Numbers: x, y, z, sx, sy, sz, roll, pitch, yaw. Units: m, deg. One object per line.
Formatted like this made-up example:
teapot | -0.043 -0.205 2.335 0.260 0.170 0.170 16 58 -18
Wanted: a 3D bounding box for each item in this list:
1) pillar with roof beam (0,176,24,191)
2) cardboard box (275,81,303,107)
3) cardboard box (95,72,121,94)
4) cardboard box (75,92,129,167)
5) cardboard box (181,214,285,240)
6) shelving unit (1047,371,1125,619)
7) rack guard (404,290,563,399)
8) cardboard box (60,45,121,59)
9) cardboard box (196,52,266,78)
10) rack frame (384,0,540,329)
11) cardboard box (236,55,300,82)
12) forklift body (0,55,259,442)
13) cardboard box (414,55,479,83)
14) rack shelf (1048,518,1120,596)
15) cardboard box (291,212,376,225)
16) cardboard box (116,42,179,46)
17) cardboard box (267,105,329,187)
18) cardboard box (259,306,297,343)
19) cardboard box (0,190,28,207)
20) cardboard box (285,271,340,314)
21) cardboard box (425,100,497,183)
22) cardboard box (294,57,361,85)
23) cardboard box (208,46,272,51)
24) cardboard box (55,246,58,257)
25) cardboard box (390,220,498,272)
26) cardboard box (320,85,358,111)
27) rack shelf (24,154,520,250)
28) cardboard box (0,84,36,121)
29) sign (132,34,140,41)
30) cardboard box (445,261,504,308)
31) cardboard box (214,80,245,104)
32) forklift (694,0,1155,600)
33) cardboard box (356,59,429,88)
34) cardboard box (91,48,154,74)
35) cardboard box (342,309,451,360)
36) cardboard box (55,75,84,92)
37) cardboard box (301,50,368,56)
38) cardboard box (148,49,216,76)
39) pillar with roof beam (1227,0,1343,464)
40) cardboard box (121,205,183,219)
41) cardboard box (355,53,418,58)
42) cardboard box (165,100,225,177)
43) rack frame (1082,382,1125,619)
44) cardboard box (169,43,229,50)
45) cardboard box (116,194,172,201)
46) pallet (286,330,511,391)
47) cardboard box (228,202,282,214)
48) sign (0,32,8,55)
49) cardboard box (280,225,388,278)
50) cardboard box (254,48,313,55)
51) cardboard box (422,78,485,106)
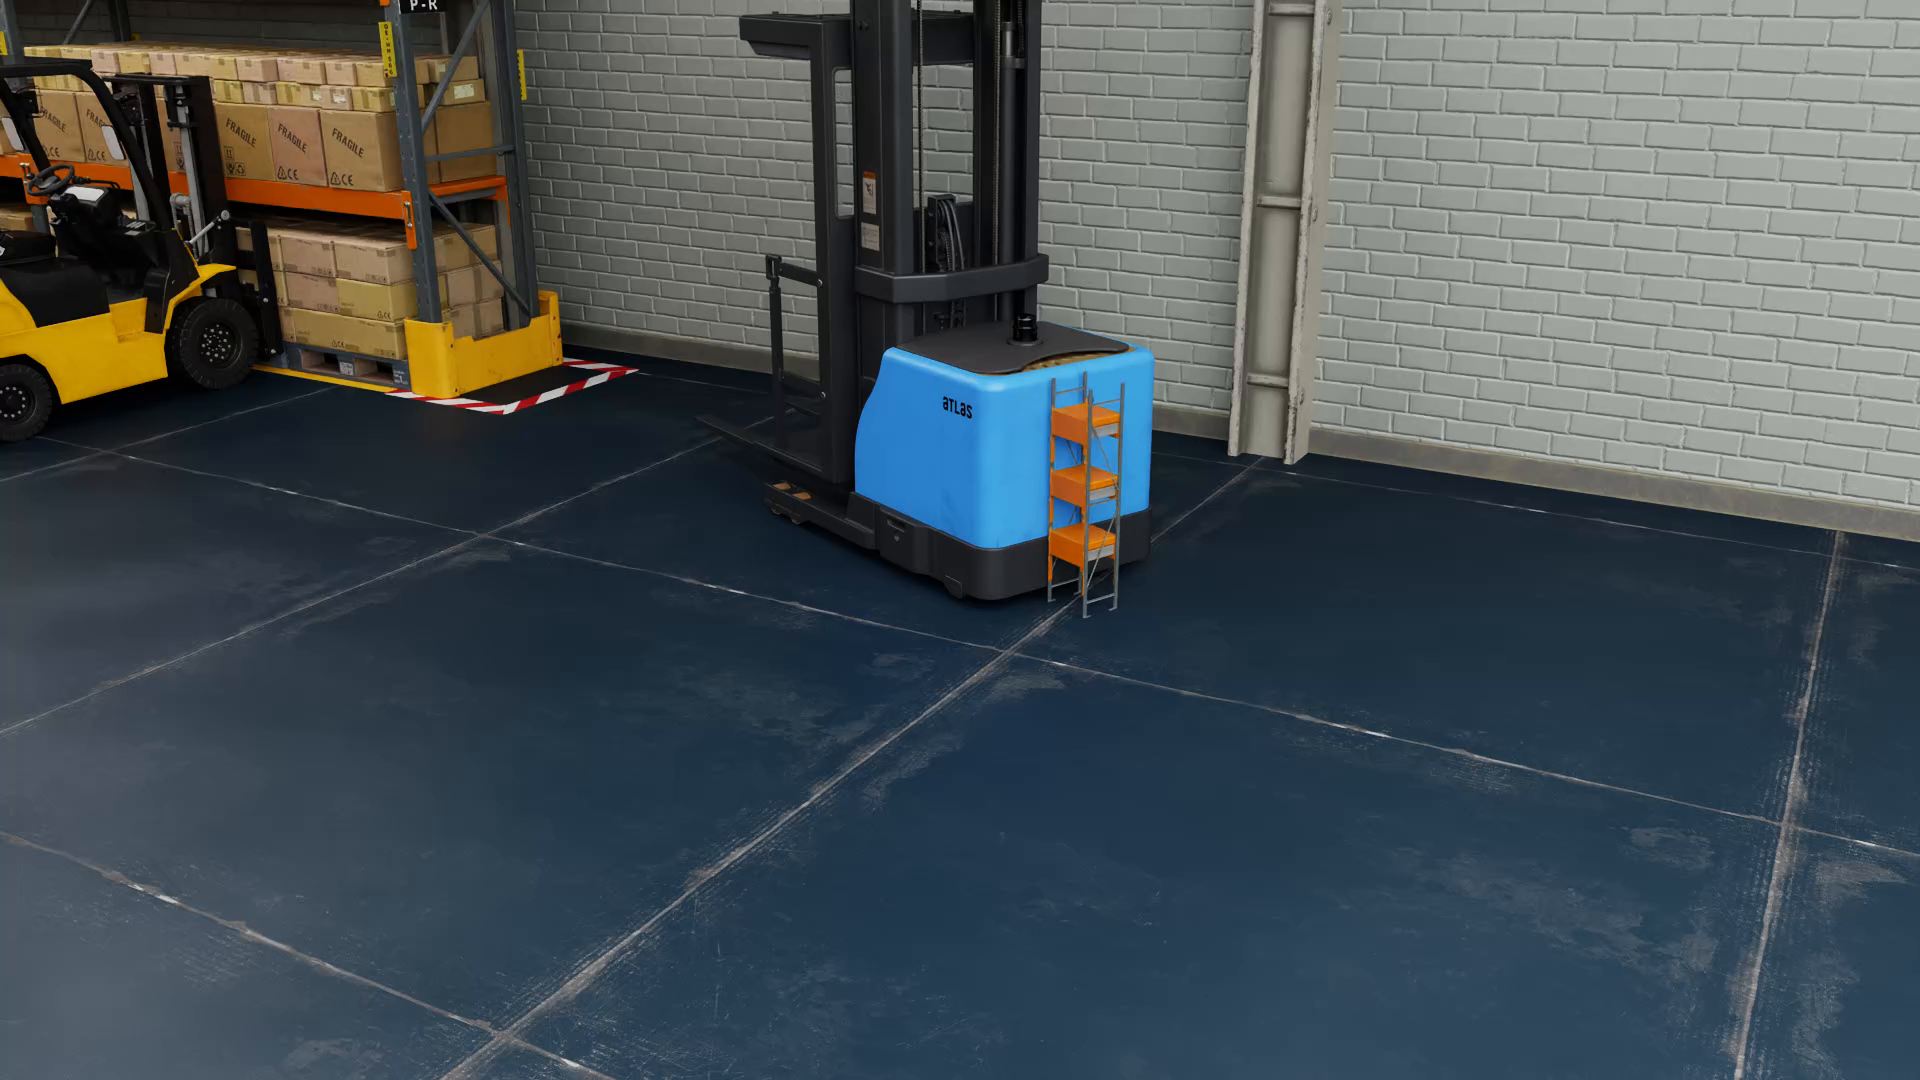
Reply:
pillar with roof beam | -10.763 -5.456 10.210 0.400 9.000 9.100 11 23 27
cardboard box | -4.342 -3.001 11.143 0.250 0.149 0.380 11 22 27
cardboard box | -5.952 -3.281 11.913 0.250 0.149 0.380 11 23 28
cardboard box | -6.026 -3.015 12.130 0.500 0.500 0.500 11 23 28
cardboard box | -5.144 -2.145 11.829 0.500 0.250 0.500 10 22 26
shelving unit | 0.554 -0.197 7.369 0.215 1.050 0.252 -14 24 -34
rack guard | -3.236 -1.357 11.372 0.348 0.500 1.175 11 23 27
cardboard box | -6.334 -3.540 12.191 0.250 0.149 0.380 11 23 28
cardboard box | -5.015 -3.278 11.468 0.250 0.149 0.380 11 23 28
rack frame | -3.257 -2.536 10.957 0.127 3.000 1.000 11 23 27
cardboard box | -4.607 -3.165 11.158 0.250 0.149 0.380 11 23 29
forklift body | -5.802 -1.909 10.473 1.214 2.155 2.313 11 23 27
cardboard box | -3.446 -3.147 11.107 0.250 0.149 0.380 10 22 26
rack shelf | 0.554 0.074 7.467 0.215 0.259 0.240 -14 24 -34
cardboard box | -4.454 -2.215 12.023 0.500 0.250 0.500 11 22 27
cardboard box | -6.124 -3.675 12.564 0.250 0.149 0.380 10 22 26
cardboard box | -4.263 -2.675 11.195 0.500 0.500 0.500 12 23 29
cardboard box | -4.683 -1.596 11.782 0.500 0.250 0.500 11 23 28
cardboard box | -7.884 -2.497 13.716 0.625 0.625 0.875 11 22 27
cardboard box | -4.267 -1.750 11.474 0.500 0.250 0.500 11 22 27
cardboard box | -3.554 -2.748 11.394 0.500 0.500 0.500 12 23 29
cardboard box | -4.145 -3.091 10.955 0.250 0.149 0.380 11 23 28
cardboard box | -5.221 -3.507 12.100 0.250 0.149 0.380 11 22 27
cardboard box | -6.477 -2.168 12.627 0.500 0.250 0.500 11 23 27
cardboard box | -3.584 -2.047 11.559 0.500 0.250 0.500 10 22 26
cardboard box | -3.934 -2.895 10.851 0.250 0.149 0.380 11 23 28
rack shelf | -5.003 -2.530 11.996 4.000 0.370 1.077 11 23 27
cardboard box | -7.303 -3.371 12.746 0.500 0.250 0.500 10 22 26
sign | -6.480 -3.811 13.085 0.005 0.325 0.100 11 23 27
cardboard box | -3.566 -1.816 11.655 0.500 0.250 0.500 11 23 28
cardboard box | -4.828 -3.068 11.326 0.250 0.149 0.380 11 23 28
forklift | -0.374 -1.547 8.333 1.130 2.935 3.031 -14 24 -34
cardboard box | -3.673 -3.024 10.769 0.250 0.149 0.380 11 23 27
cardboard box | -5.941 -3.422 11.865 0.250 0.149 0.380 11 23 28
cardboard box | -3.821 -1.425 11.310 0.500 0.250 0.500 11 23 28
cardboard box | -6.372 -3.379 12.183 0.250 0.149 0.380 11 23 29
cardboard box | -4.347 -3.322 11.590 0.250 0.149 0.380 12 23 29
cardboard box | -5.452 -3.361 11.697 0.250 0.149 0.380 11 23 27
pillar with roof beam | -0.287 -3.461 4.709 0.400 9.000 9.100 11 23 27
cardboard box | -6.038 -2.314 12.295 0.500 0.250 0.500 11 23 27
cardboard box | -3.896 -3.240 11.364 0.250 0.149 0.380 11 23 28
cardboard box | -5.155 -2.841 11.651 0.500 0.500 0.500 11 23 28
rack frame | 0.627 -0.164 7.277 0.200 1.050 0.008 -14 24 -34
cardboard box | -5.638 -3.612 12.391 0.250 0.149 0.380 10 22 26
cardboard box | -6.225 -2.551 12.950 0.500 0.250 0.500 11 23 28
pallet | -3.945 -1.340 11.748 1.213 0.211 1.003 11 23 27
cardboard box | -5.340 -2.384 12.487 0.500 0.250 0.500 11 23 28
sign | -7.005 -3.545 12.157 0.005 0.325 0.100 11 23 27
cardboard box | -4.260 -1.977 11.368 0.500 0.250 0.500 11 23 28
cardboard box | -4.782 -3.413 11.840 0.250 0.149 0.380 11 23 28
cardboard box | -3.427 -3.021 11.197 0.250 0.149 0.380 10 22 26
